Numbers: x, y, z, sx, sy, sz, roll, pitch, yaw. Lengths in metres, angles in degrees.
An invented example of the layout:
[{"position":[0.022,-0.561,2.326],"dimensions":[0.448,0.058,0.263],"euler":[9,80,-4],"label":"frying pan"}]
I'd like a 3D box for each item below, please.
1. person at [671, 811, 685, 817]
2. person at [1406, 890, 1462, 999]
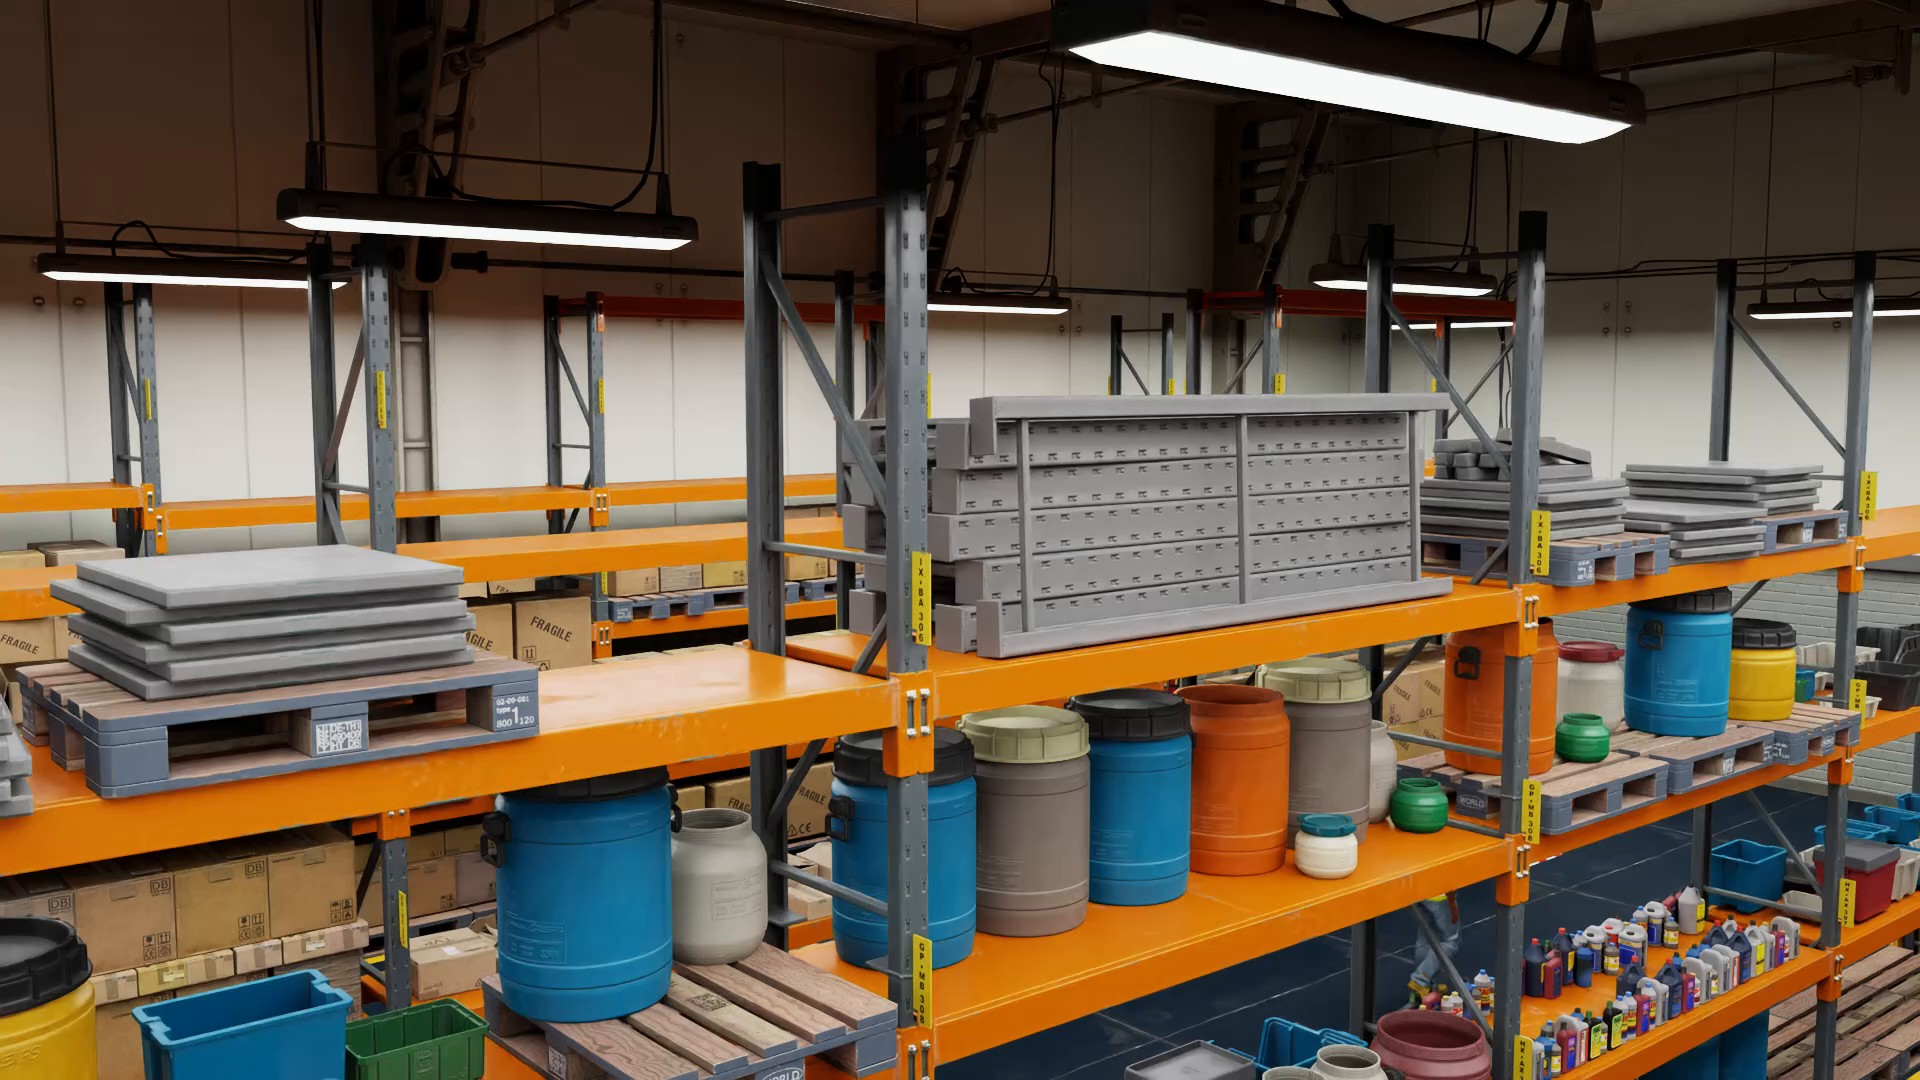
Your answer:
[{"position":[-2.322,3.041,13.543],"dimensions":[0.489,1.683,0.535],"euler":[5,7,41],"label":"person"},{"position":[3.908,2.962,13.854],"dimensions":[0.515,1.767,0.597],"euler":[-3,6,-27],"label":"person"}]
